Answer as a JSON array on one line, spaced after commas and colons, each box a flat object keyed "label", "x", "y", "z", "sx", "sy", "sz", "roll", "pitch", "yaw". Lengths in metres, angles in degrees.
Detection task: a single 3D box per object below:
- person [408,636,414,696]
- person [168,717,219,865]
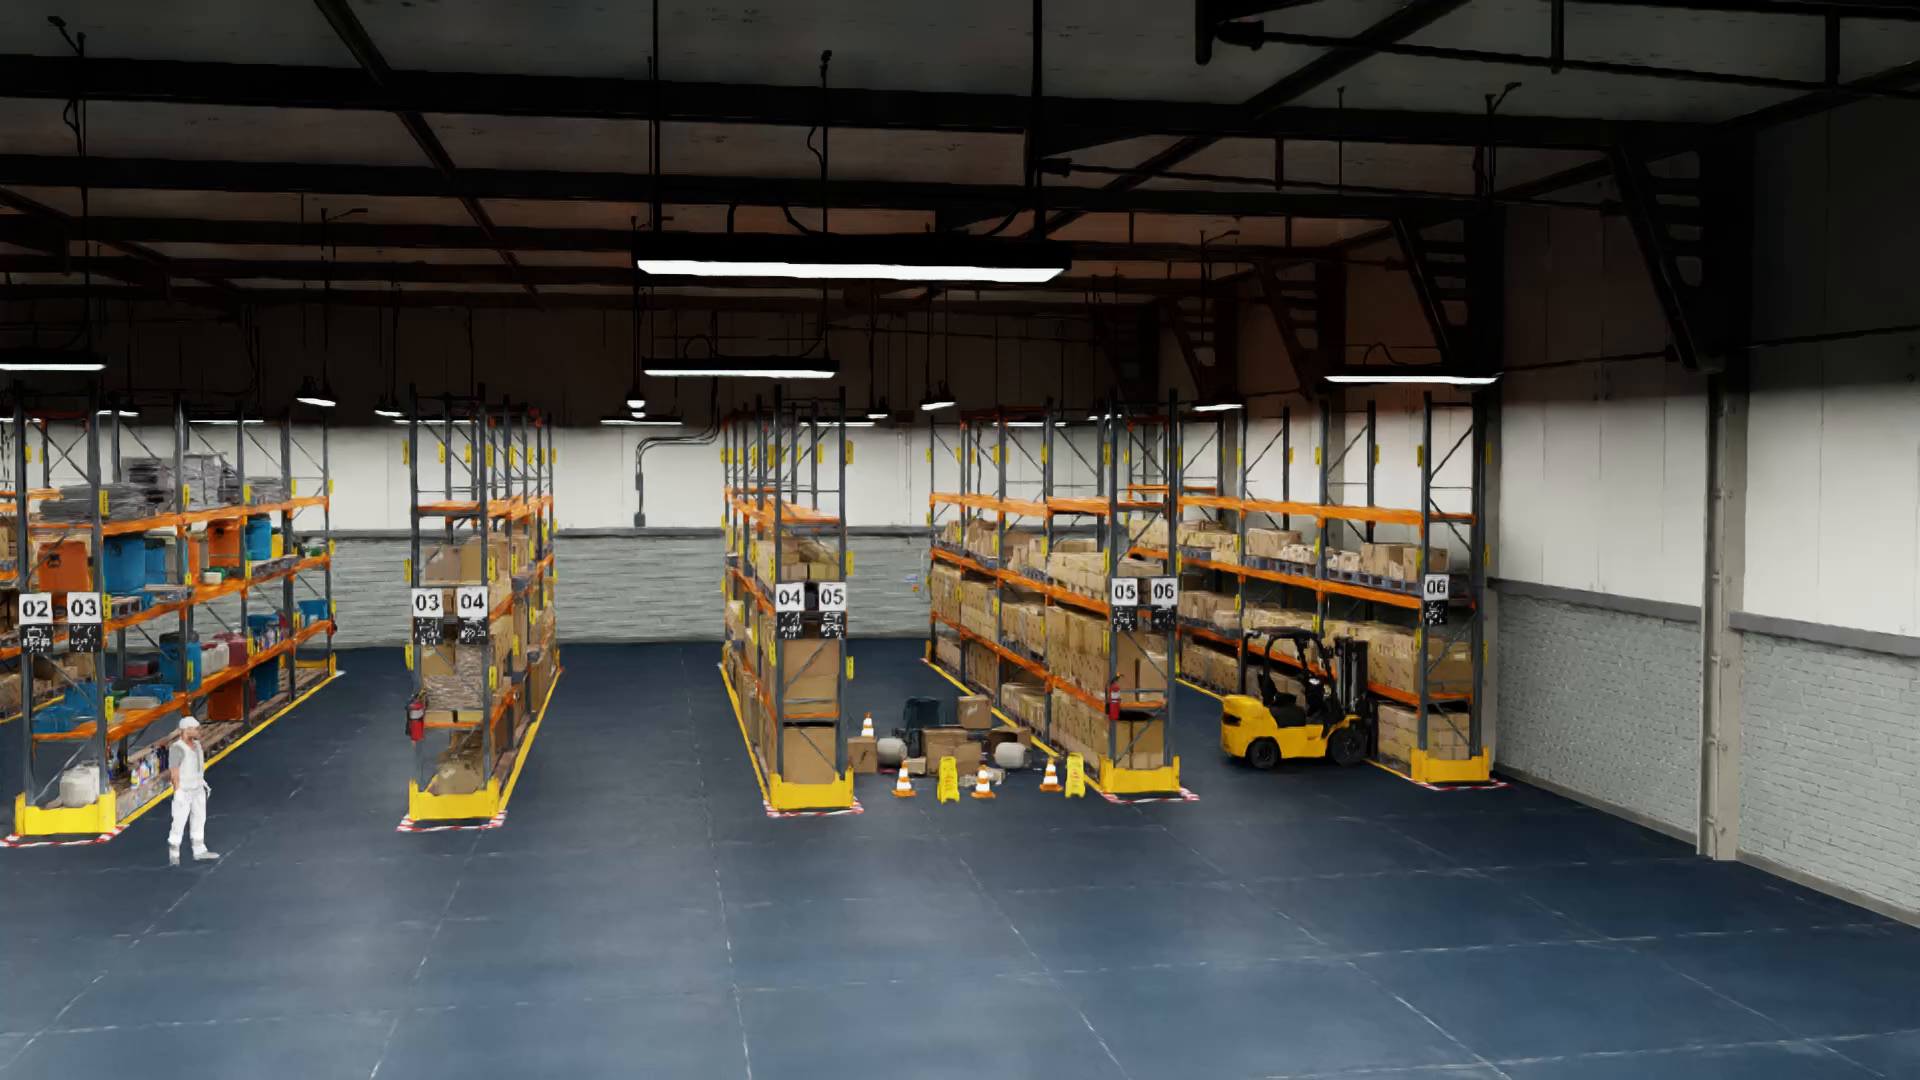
[{"label": "person", "x": -11.104, "y": 2.465, "z": 34.411, "sx": 0.598, "sy": 1.599, "sz": 0.503, "roll": -1, "pitch": 3, "yaw": -12}, {"label": "person", "x": -9.451, "y": 3.057, "z": 20.402, "sx": 0.434, "sy": 1.791, "sz": 0.629, "roll": 1, "pitch": 3, "yaw": 14}]
